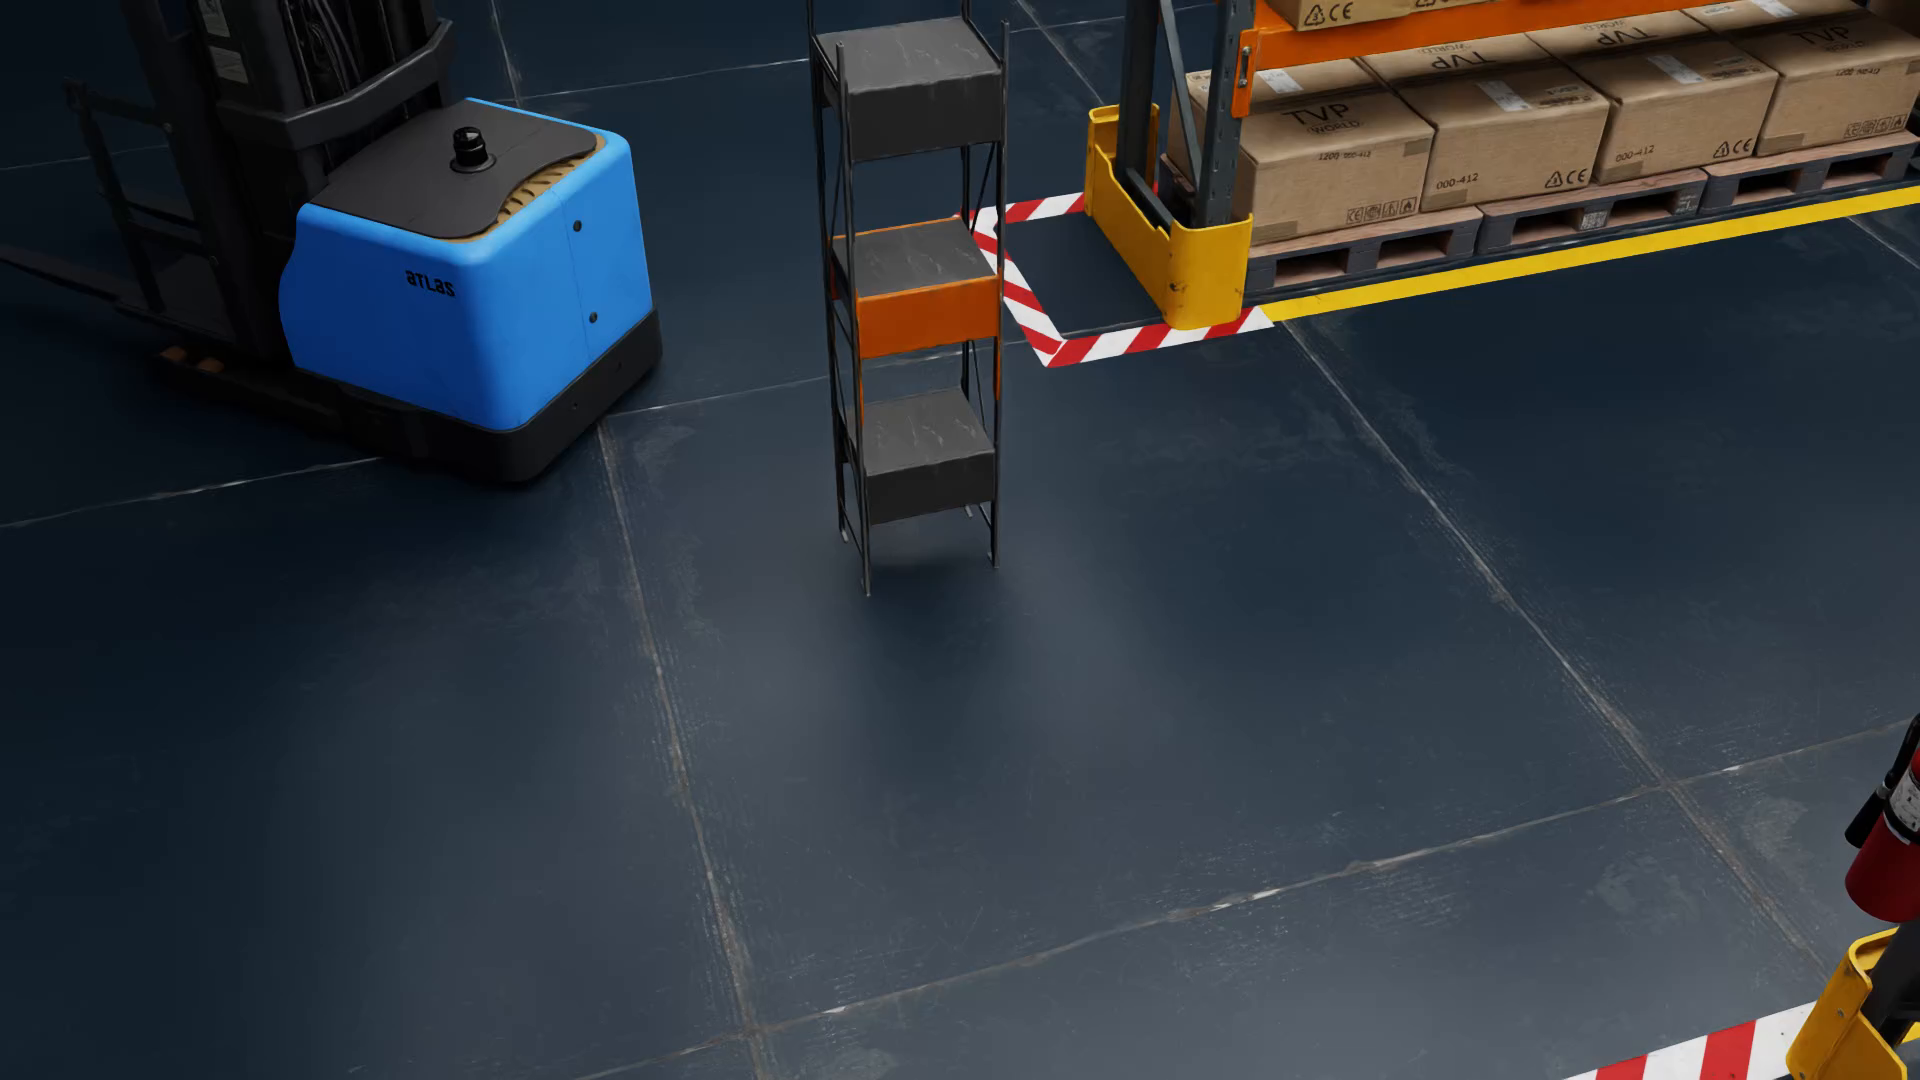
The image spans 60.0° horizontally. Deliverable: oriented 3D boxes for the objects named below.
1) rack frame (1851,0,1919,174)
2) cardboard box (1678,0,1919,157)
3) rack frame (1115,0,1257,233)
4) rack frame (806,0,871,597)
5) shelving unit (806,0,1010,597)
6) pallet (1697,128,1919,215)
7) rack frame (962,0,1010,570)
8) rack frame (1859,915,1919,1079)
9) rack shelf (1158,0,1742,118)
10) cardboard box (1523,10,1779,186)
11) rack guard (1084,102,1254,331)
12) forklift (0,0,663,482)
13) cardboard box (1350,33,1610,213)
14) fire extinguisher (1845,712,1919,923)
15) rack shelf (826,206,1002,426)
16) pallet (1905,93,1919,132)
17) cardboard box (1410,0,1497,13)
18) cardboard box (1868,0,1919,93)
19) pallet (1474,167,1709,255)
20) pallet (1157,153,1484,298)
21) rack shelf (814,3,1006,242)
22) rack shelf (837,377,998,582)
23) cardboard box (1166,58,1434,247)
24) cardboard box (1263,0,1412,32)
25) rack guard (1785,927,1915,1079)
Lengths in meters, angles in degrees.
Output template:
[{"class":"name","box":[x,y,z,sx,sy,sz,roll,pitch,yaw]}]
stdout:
[{"class":"rack frame","box":[4.763,-3.234,7.672,0.127,3.000,1.000,-12,42,-13]},{"class":"cardboard box","box":[4.132,-2.370,8.312,0.875,0.438,0.875,-12,43,-14]},{"class":"rack frame","box":[0.948,-2.443,6.767,0.127,3.000,1.000,-12,42,-13]},{"class":"rack frame","box":[-0.391,-0.710,5.467,0.015,2.100,0.400,-12,42,-13]},{"class":"shelving unit","box":[-0.158,-0.758,5.522,0.503,2.100,0.431,-12,42,-13]},{"class":"pallet","box":[4.014,-2.083,8.473,1.213,0.211,1.003,-12,42,-13]},{"class":"rack frame","box":[0.075,-0.806,5.577,0.015,2.100,0.400,-12,42,-13]},{"class":"rack frame","box":[2.531,0.643,3.234,0.127,3.000,1.000,-12,42,-13]},{"class":"rack shelf","box":[2.855,-2.568,7.456,4.000,0.370,1.077,-12,42,-13]},{"class":"cardboard box","box":[3.278,-2.193,8.109,0.875,0.438,0.875,-13,43,-14]},{"class":"rack guard","box":[0.925,-1.497,7.584,0.348,0.500,1.175,-12,42,-13]},{"class":"forklift","box":[-2.815,-1.988,6.298,3.031,2.935,1.130,17,44,19]},{"class":"cardboard box","box":[2.418,-2.016,7.906,0.875,0.438,0.875,-11,42,-12]},{"class":"fire extinguisher","box":[2.152,0.573,3.657,0.183,0.674,0.296,-12,42,-13]},{"class":"rack shelf","box":[-0.158,-0.748,5.531,0.480,0.518,0.431,-12,42,-13]},{"class":"pallet","box":[5.476,-2.384,8.818,1.213,0.211,1.003,-12,42,-13]},{"class":"cardboard box","box":[1.966,-2.513,6.771,0.500,0.500,0.500,-12,43,-14]},{"class":"cardboard box","box":[5.330,-2.765,8.430,0.875,0.875,0.875,-10,42,-12]},{"class":"pallet","box":[2.848,-1.839,8.195,1.213,0.211,1.003,-12,42,-13]},{"class":"pallet","box":[1.687,-1.600,7.921,1.213,0.211,1.003,-12,42,-13]},{"class":"rack shelf","box":[-0.158,-1.275,5.070,0.480,0.518,0.431,-12,42,-13]},{"class":"rack shelf","box":[-0.158,-0.221,5.991,0.480,0.518,0.431,-12,42,-13]},{"class":"cardboard box","box":[1.547,-1.830,7.693,0.875,0.438,0.875,-13,43,-15]},{"class":"cardboard box","box":[1.492,-2.396,6.636,0.500,0.500,0.500,-12,43,-13]},{"class":"rack guard","box":[2.604,1.569,4.074,0.348,0.500,1.175,-12,42,-13]}]
